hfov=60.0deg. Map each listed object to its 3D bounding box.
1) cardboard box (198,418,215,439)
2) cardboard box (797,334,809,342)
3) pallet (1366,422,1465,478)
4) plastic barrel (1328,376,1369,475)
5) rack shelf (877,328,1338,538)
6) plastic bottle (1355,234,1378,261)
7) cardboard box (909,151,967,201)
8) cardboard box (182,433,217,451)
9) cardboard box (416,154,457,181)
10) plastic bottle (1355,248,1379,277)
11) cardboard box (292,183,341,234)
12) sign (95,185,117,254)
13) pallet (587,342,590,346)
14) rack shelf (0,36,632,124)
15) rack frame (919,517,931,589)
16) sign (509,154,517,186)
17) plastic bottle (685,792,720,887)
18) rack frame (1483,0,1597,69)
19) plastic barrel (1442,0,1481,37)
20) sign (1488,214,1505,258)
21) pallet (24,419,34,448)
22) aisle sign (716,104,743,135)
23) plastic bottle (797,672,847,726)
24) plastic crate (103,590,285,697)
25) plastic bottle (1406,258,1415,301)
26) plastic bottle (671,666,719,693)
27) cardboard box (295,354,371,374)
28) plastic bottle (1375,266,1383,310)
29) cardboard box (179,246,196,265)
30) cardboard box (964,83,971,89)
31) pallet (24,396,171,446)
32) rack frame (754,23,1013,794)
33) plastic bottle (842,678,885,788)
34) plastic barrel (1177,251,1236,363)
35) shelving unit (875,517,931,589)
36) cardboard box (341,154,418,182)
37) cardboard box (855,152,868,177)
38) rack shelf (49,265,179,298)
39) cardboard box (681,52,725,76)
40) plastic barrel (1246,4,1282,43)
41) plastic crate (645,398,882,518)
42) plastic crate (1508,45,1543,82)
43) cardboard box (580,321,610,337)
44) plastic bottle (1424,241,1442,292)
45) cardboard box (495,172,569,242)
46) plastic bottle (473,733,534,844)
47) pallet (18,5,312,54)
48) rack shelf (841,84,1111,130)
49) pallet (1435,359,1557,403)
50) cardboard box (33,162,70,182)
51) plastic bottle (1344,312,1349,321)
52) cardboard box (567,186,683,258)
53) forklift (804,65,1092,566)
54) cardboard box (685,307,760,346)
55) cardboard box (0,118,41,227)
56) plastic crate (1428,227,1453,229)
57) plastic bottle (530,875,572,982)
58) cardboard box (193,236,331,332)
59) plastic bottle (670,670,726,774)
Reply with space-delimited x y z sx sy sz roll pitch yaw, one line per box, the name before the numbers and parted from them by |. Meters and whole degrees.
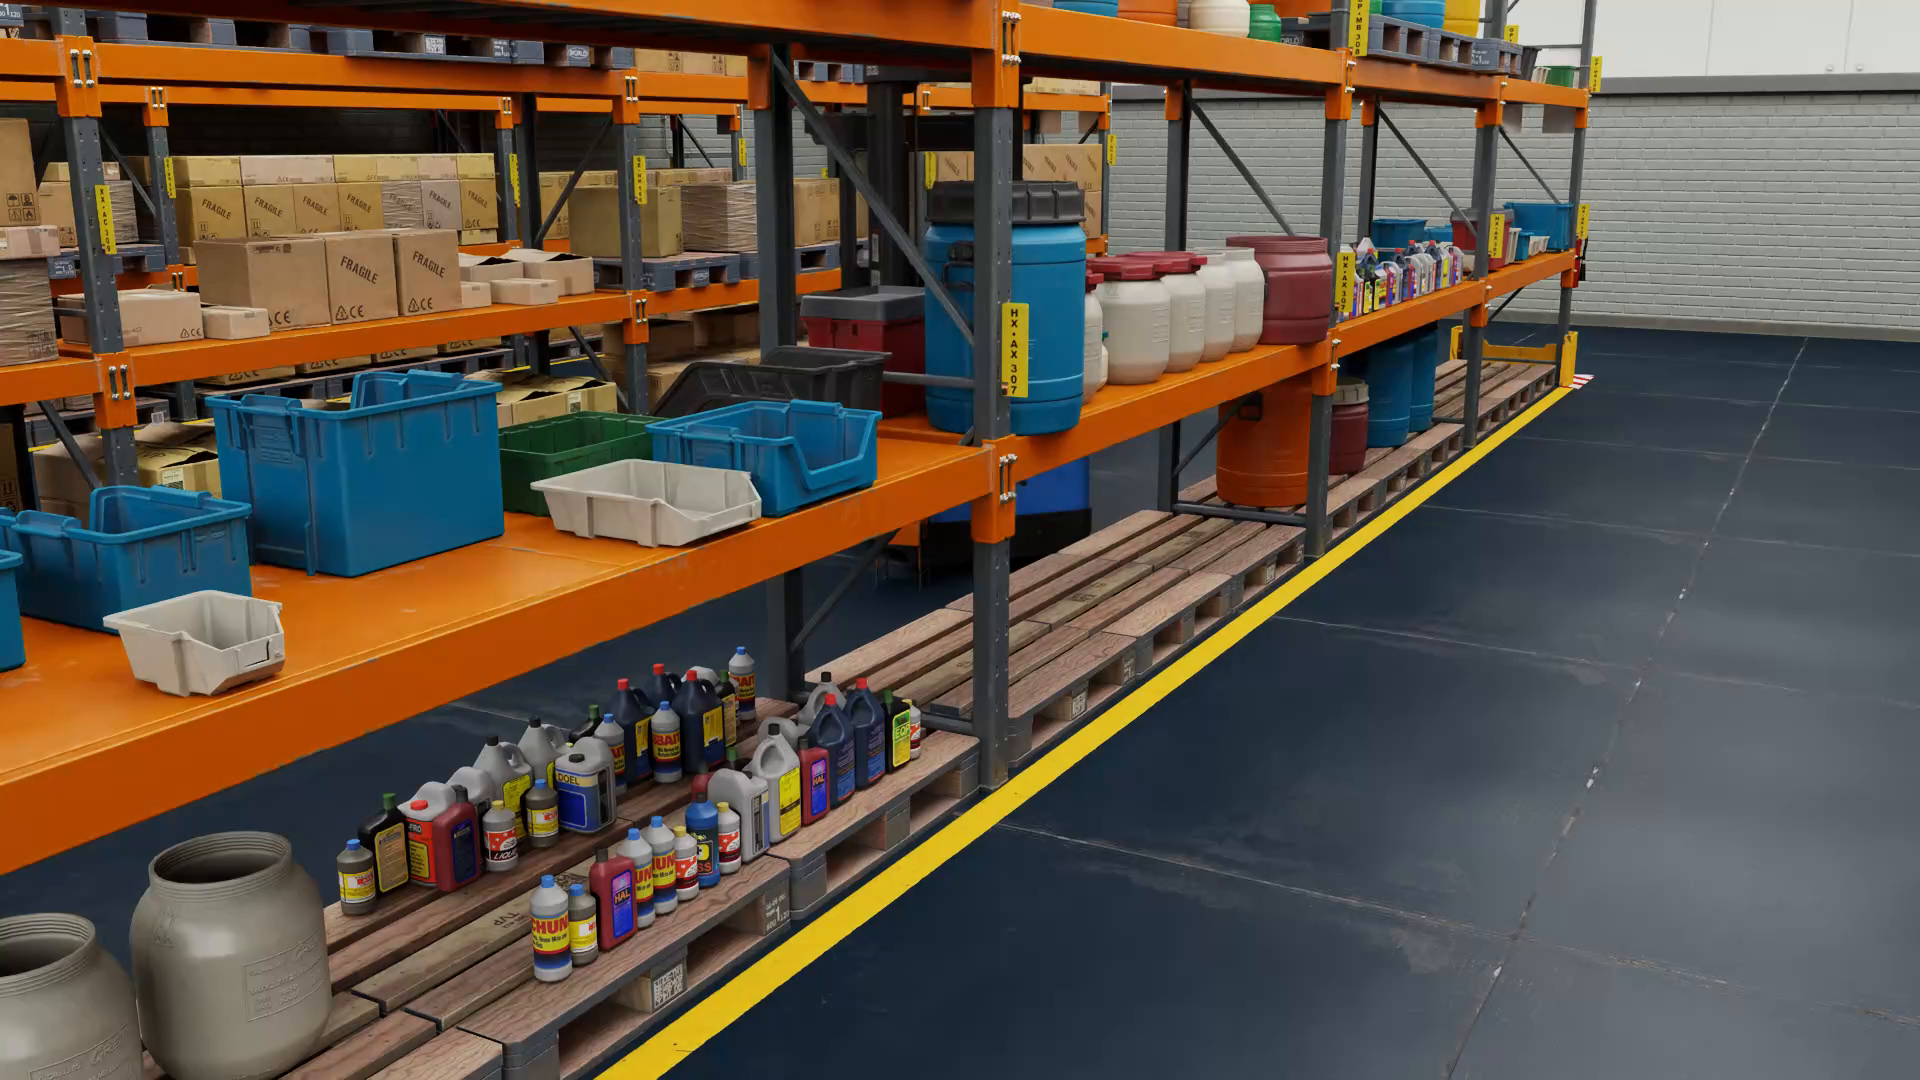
cardboard box | -4.185 -0.618 9.970 0.500 0.311 0.500 7 15 28
cardboard box | -1.229 -1.455 14.065 0.500 0.500 0.500 8 16 29
pallet | 3.173 -0.723 12.580 1.003 0.211 1.213 7 15 28
plastic barrel | 2.416 -0.777 11.105 0.600 0.588 0.708 7 15 28
rack shelf | 0.682 -0.651 7.869 1.077 0.370 4.000 7 15 28
plastic bottle | 3.109 -2.164 12.715 0.144 0.351 0.185 7 15 28
cardboard box | -0.278 -3.393 15.362 0.500 0.500 0.500 8 16 29
cardboard box | -3.955 -0.451 9.279 0.500 0.311 0.500 7 15 27
cardboard box | -5.348 -3.693 16.461 0.500 0.250 0.500 8 16 29
plastic bottle | 2.694 -1.746 10.980 0.144 0.351 0.185 7 15 28
cardboard box | -6.063 -3.015 15.250 0.500 0.500 0.500 7 15 28
sign | -4.133 -1.549 8.043 0.100 0.325 0.005 7 15 28
pallet | -4.065 -2.397 19.526 1.003 0.211 1.213 7 15 28
rack shelf | -3.653 -2.671 9.848 1.077 0.370 4.000 7 15 28
rack frame | -0.190 -0.270 8.911 0.008 1.050 0.200 3 14 14
sign | -4.611 -3.819 17.173 0.100 0.325 0.005 7 15 28
plastic bottle | -0.758 0.874 4.892 0.097 0.271 0.097 0 14 0
rack frame | 5.516 -5.969 15.592 1.000 3.000 0.127 7 15 28
plastic barrel | 3.319 -3.775 11.596 0.600 0.588 0.600 0 14 0
sign | 4.063 -2.304 12.598 0.100 0.325 0.005 7 15 28
pallet | -7.994 -0.768 12.771 1.003 0.211 1.213 7 15 28
aisle sign | -2.859 -5.419 20.566 0.394 0.787 0.004 7 15 28
plastic bottle | -0.470 0.632 5.726 0.144 0.351 0.185 7 15 28
plastic crate | -1.505 0.211 3.320 0.298 0.136 0.250 7 15 28
plastic bottle | 3.005 -1.751 11.147 0.061 0.283 0.133 7 15 28
plastic bottle | -0.955 0.605 5.997 0.152 0.276 0.135 8 16 30
cardboard box | -6.125 -2.008 15.652 0.750 0.750 0.750 7 15 28
plastic bottle | 2.620 -1.591 10.507 0.097 0.271 0.097 0 14 0
cardboard box | -6.662 -2.462 14.341 0.380 0.149 0.250 7 15 27
cardboard box | -0.055 -4.353 15.609 0.500 0.250 0.500 7 15 28
pallet | -7.403 -1.018 13.805 1.003 0.211 1.213 7 15 28
rack frame | -0.285 -0.590 6.083 1.000 3.000 0.127 7 15 28
plastic bottle | -0.344 0.648 5.658 0.144 0.351 0.185 7 15 27
plastic barrel | 1.135 -1.144 8.139 0.421 0.512 0.421 0 14 0
shelving unit | -0.308 -0.277 8.941 0.252 1.050 0.215 3 14 14
cardboard box | -5.594 -3.588 16.027 0.500 0.250 0.500 8 16 29
cardboard box | -0.734 -3.461 15.645 0.500 0.500 0.500 7 15 28
rack shelf | -7.991 -1.774 12.525 1.077 0.370 4.000 7 15 28
cardboard box | -2.258 -3.678 12.275 0.910 0.500 0.500 7 15 28
plastic barrel | 1.574 -2.737 8.919 0.294 0.245 0.294 0 14 0
plastic crate | -0.583 -0.260 5.031 0.499 0.251 0.616 7 15 28
plastic crate | 4.423 -3.850 13.483 0.497 0.269 0.590 7 15 28
cardboard box | -4.393 -2.588 18.804 0.700 0.500 0.500 7 15 27
plastic bottle | 3.335 -1.944 11.803 0.144 0.351 0.185 7 15 28
cardboard box | -4.814 -3.609 17.965 0.980 0.700 0.700 8 16 29
plastic bottle | -1.425 0.766 5.169 0.144 0.351 0.185 8 16 30
pallet | -4.204 -2.700 8.841 0.805 0.209 1.217 7 15 26
rack shelf | 0.215 -4.313 16.656 1.077 0.370 4.000 7 15 28
pallet | 5.083 -1.532 15.938 1.003 0.211 1.213 7 15 28
cardboard box | -7.307 -2.970 13.415 0.380 0.149 0.250 5 14 19
plastic bottle | 2.268 -1.407 9.895 0.097 0.201 0.097 0 14 0
cardboard box | -2.480 -2.368 12.346 0.700 0.500 0.500 2 14 9
forklift | -0.295 -1.580 10.333 1.130 2.935 3.031 -6 15 -23
cardboard box | -1.925 -1.777 13.800 0.500 0.250 0.500 7 15 27
cardboard box | -4.828 -1.740 7.869 0.700 0.500 0.500 7 15 28
plastic crate | 4.472 -2.717 15.131 0.416 0.233 0.300 7 15 28
plastic bottle | -1.070 1.006 4.343 0.097 0.271 0.097 0 14 0
cardboard box | -3.979 -1.465 9.496 0.500 0.500 0.500 9 16 32
plastic bottle | -0.912 0.618 5.782 0.144 0.351 0.185 7 15 28
